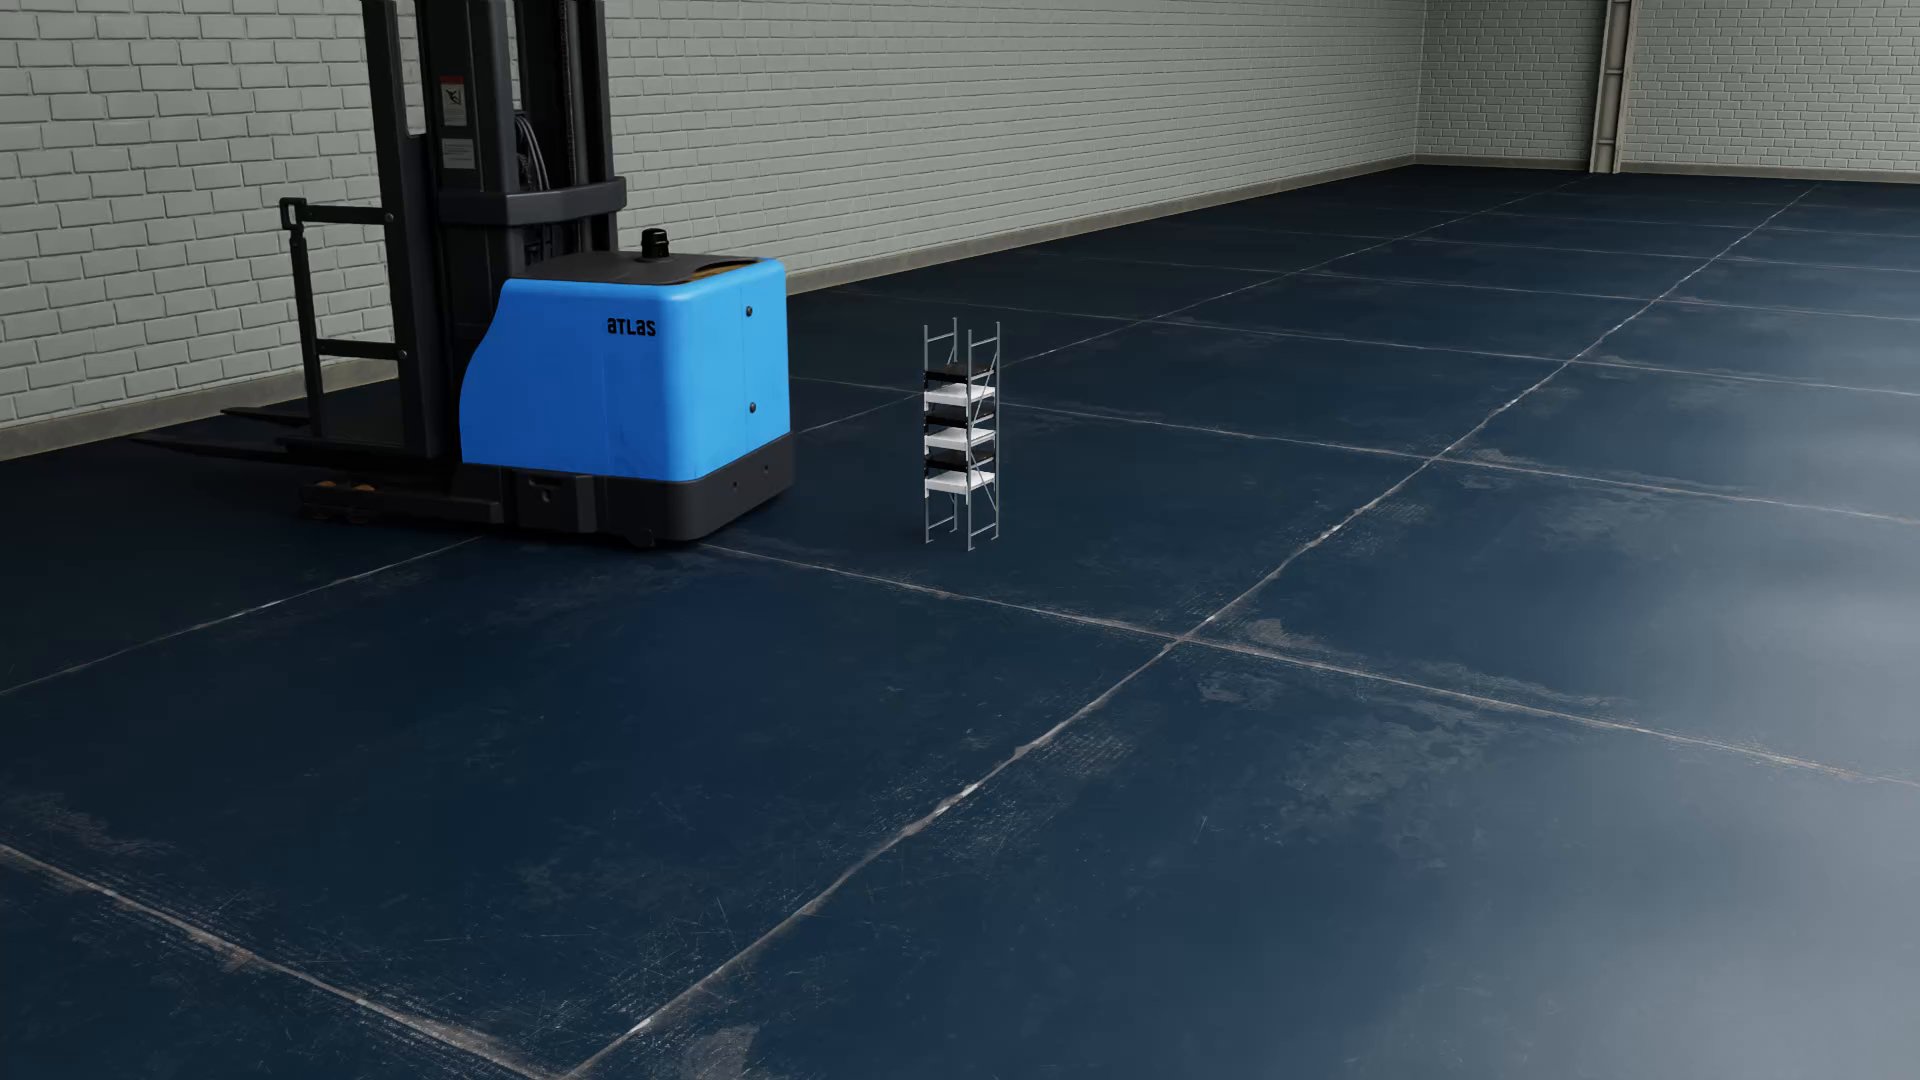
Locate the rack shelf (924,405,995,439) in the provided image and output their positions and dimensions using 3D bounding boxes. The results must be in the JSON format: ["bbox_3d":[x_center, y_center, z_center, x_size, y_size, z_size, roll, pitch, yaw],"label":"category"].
[{"bbox_3d":[0.007,-0.484,6.730,0.200,0.077,0.258,10,20,30],"label":"rack shelf"}]

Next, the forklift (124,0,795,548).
[{"bbox_3d":[-2.316,-1.609,7.134,3.031,2.935,1.130,6,18,18],"label":"forklift"}]

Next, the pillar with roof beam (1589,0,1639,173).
[{"bbox_3d":[7.568,-8.847,20.524,0.400,9.000,9.100,10,20,30],"label":"pillar with roof beam"}]

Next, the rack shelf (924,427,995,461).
[{"bbox_3d":[0.007,-0.397,6.756,0.200,0.077,0.258,10,20,30],"label":"rack shelf"}]

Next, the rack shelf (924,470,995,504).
[{"bbox_3d":[0.007,-0.225,6.808,0.200,0.077,0.258,10,20,30],"label":"rack shelf"}]

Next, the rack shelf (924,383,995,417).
[{"bbox_3d":[0.007,-0.570,6.704,0.200,0.077,0.258,10,20,30],"label":"rack shelf"}]

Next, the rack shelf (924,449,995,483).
[{"bbox_3d":[0.007,-0.311,6.782,0.200,0.077,0.258,10,20,30],"label":"rack shelf"}]

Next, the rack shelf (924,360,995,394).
[{"bbox_3d":[0.007,-0.656,6.678,0.200,0.077,0.258,10,20,30],"label":"rack shelf"}]

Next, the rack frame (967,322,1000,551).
[{"bbox_3d":[0.094,-0.414,6.695,0.006,0.900,0.240,10,20,30],"label":"rack frame"}]

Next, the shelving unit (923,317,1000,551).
[{"bbox_3d":[0.007,-0.429,6.746,0.210,0.900,0.258,10,20,30],"label":"shelving unit"}]

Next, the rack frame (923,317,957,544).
[{"bbox_3d":[-0.080,-0.445,6.797,0.006,0.900,0.240,10,20,30],"label":"rack frame"}]
